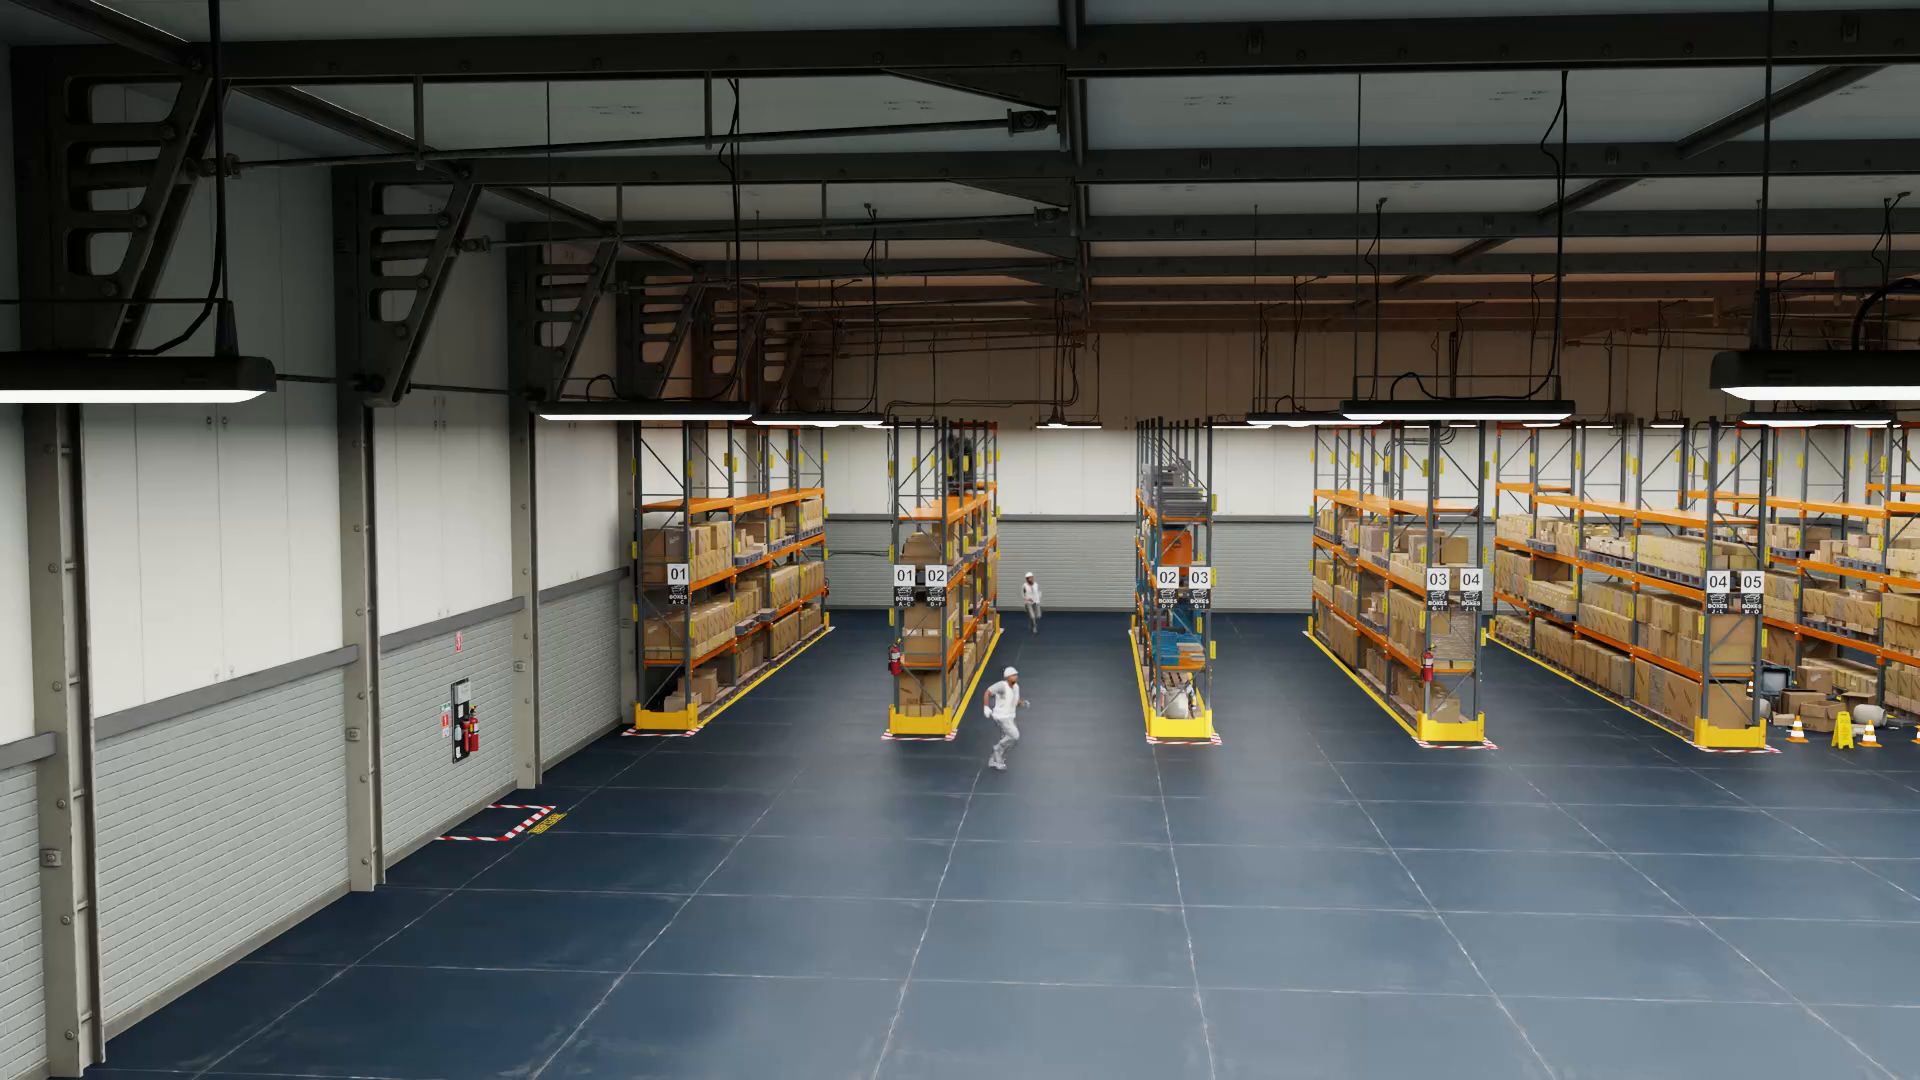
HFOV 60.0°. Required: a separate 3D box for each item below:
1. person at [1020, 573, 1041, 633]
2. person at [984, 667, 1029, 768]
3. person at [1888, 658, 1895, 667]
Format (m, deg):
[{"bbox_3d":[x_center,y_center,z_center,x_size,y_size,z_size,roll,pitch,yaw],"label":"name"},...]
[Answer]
[{"bbox_3d":[2.023,1.780,47.323,0.673,1.703,0.551,-1,4,-16],"label":"person"},{"bbox_3d":[0.814,3.010,28.122,0.712,1.724,0.730,3,4,34],"label":"person"},{"bbox_3d":[21.391,2.411,37.854,0.620,1.721,0.856,0,4,6],"label":"person"}]
